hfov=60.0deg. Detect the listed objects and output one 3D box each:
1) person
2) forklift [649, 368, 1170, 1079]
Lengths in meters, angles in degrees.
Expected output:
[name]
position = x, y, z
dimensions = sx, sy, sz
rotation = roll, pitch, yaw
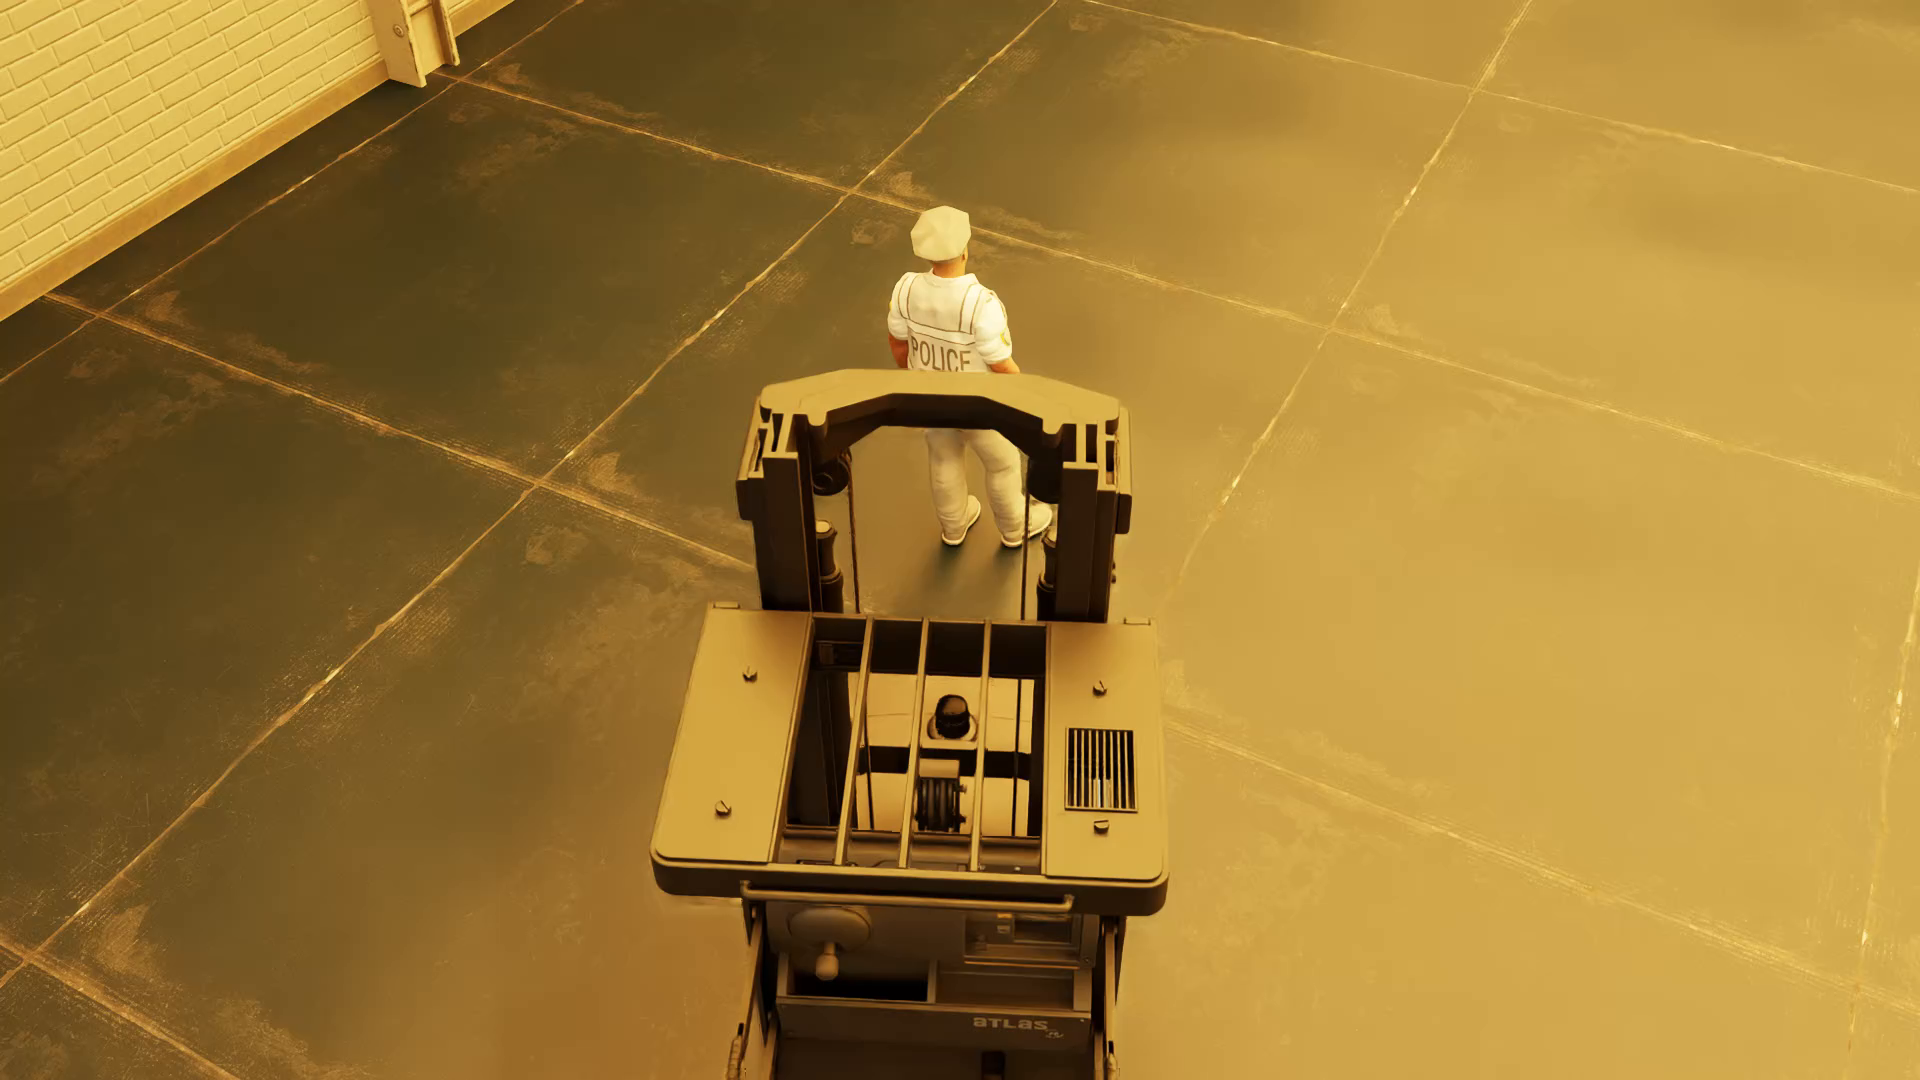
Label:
[person]
position = 0.046, -0.698, 7.221
dimensions = 0.641, 1.781, 0.574
rotation = 20, 47, 20
[forklift]
position = -0.086, 1.123, 4.462
dimensions = 1.130, 2.935, 3.031
rotation = 2, 43, 2
